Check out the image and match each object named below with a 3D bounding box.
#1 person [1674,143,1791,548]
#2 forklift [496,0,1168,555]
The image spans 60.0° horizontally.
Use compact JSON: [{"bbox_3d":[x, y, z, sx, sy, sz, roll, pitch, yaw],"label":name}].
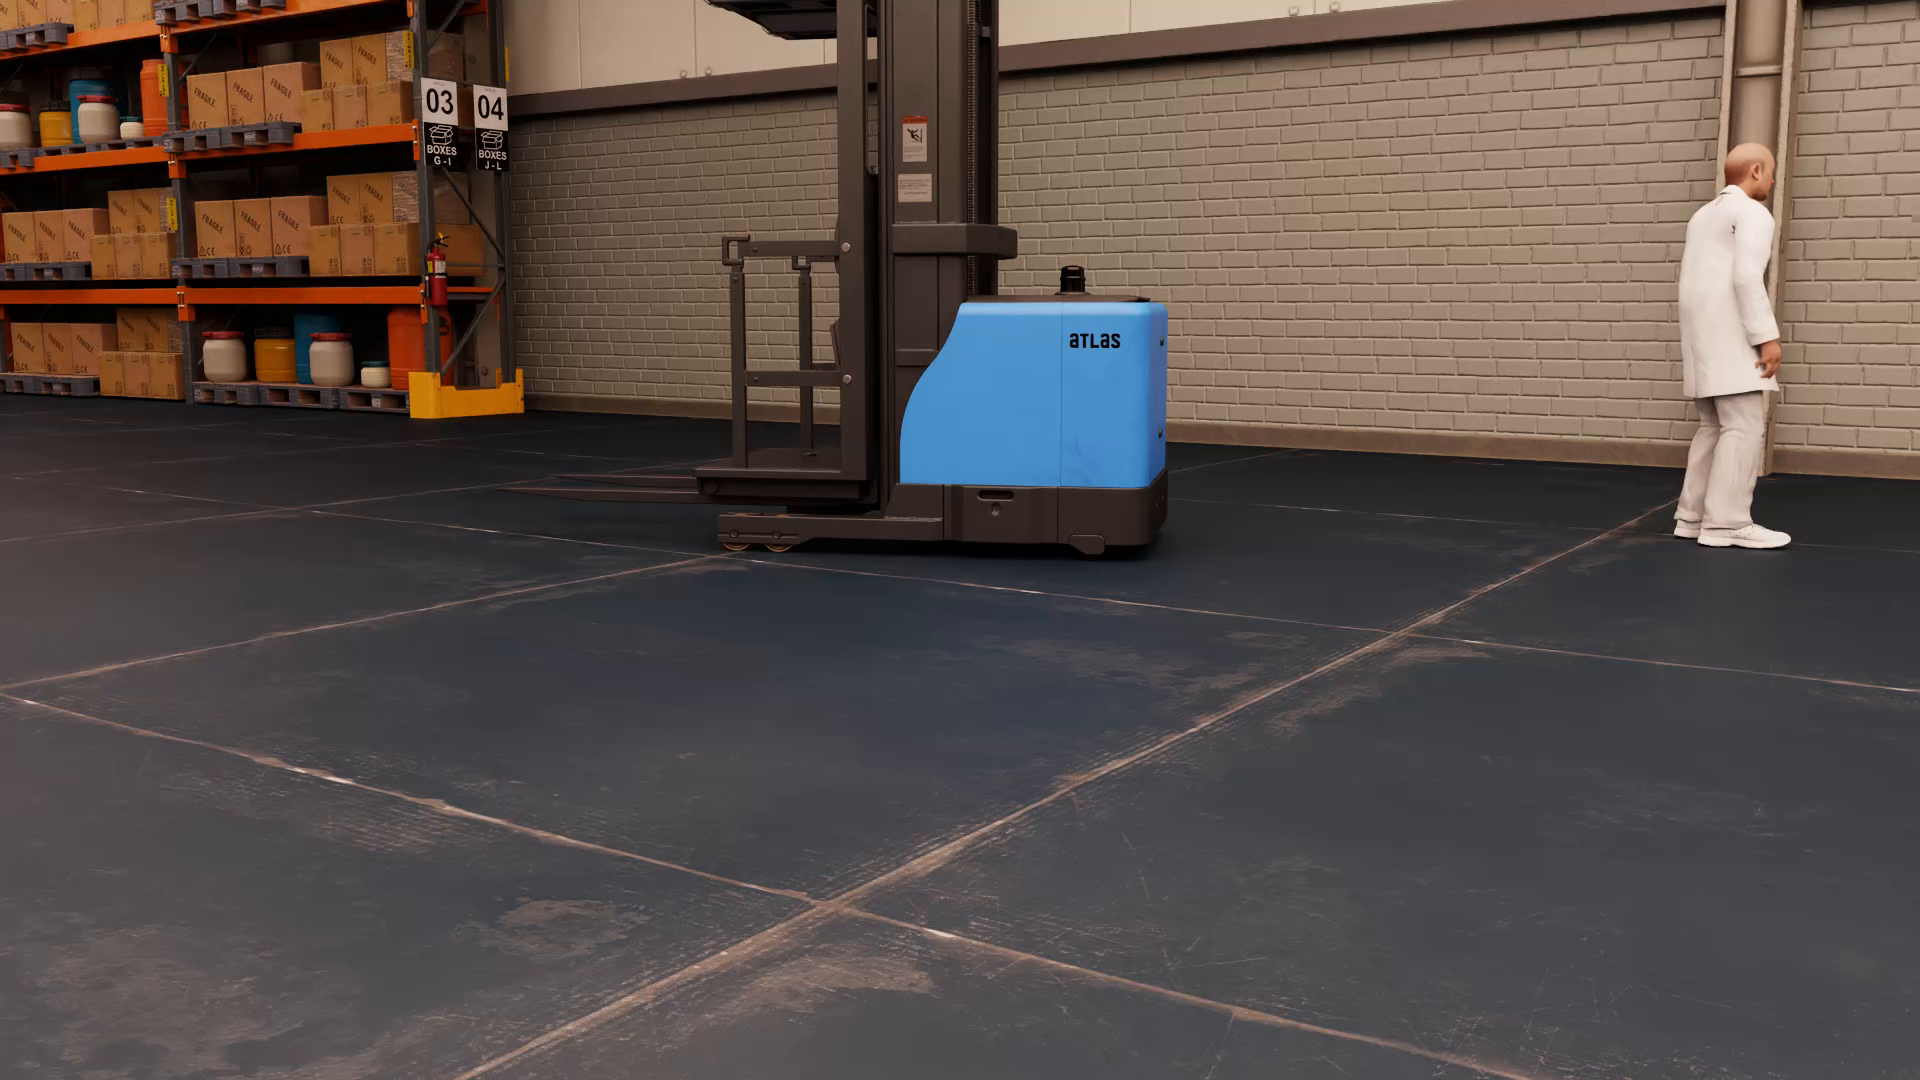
[{"bbox_3d":[3.458,-0.877,7.467,0.425,1.775,0.656,0,8,0],"label":"person"},{"bbox_3d":[-0.596,-1.469,7.520,3.031,2.935,1.130,2,8,12],"label":"forklift"}]
